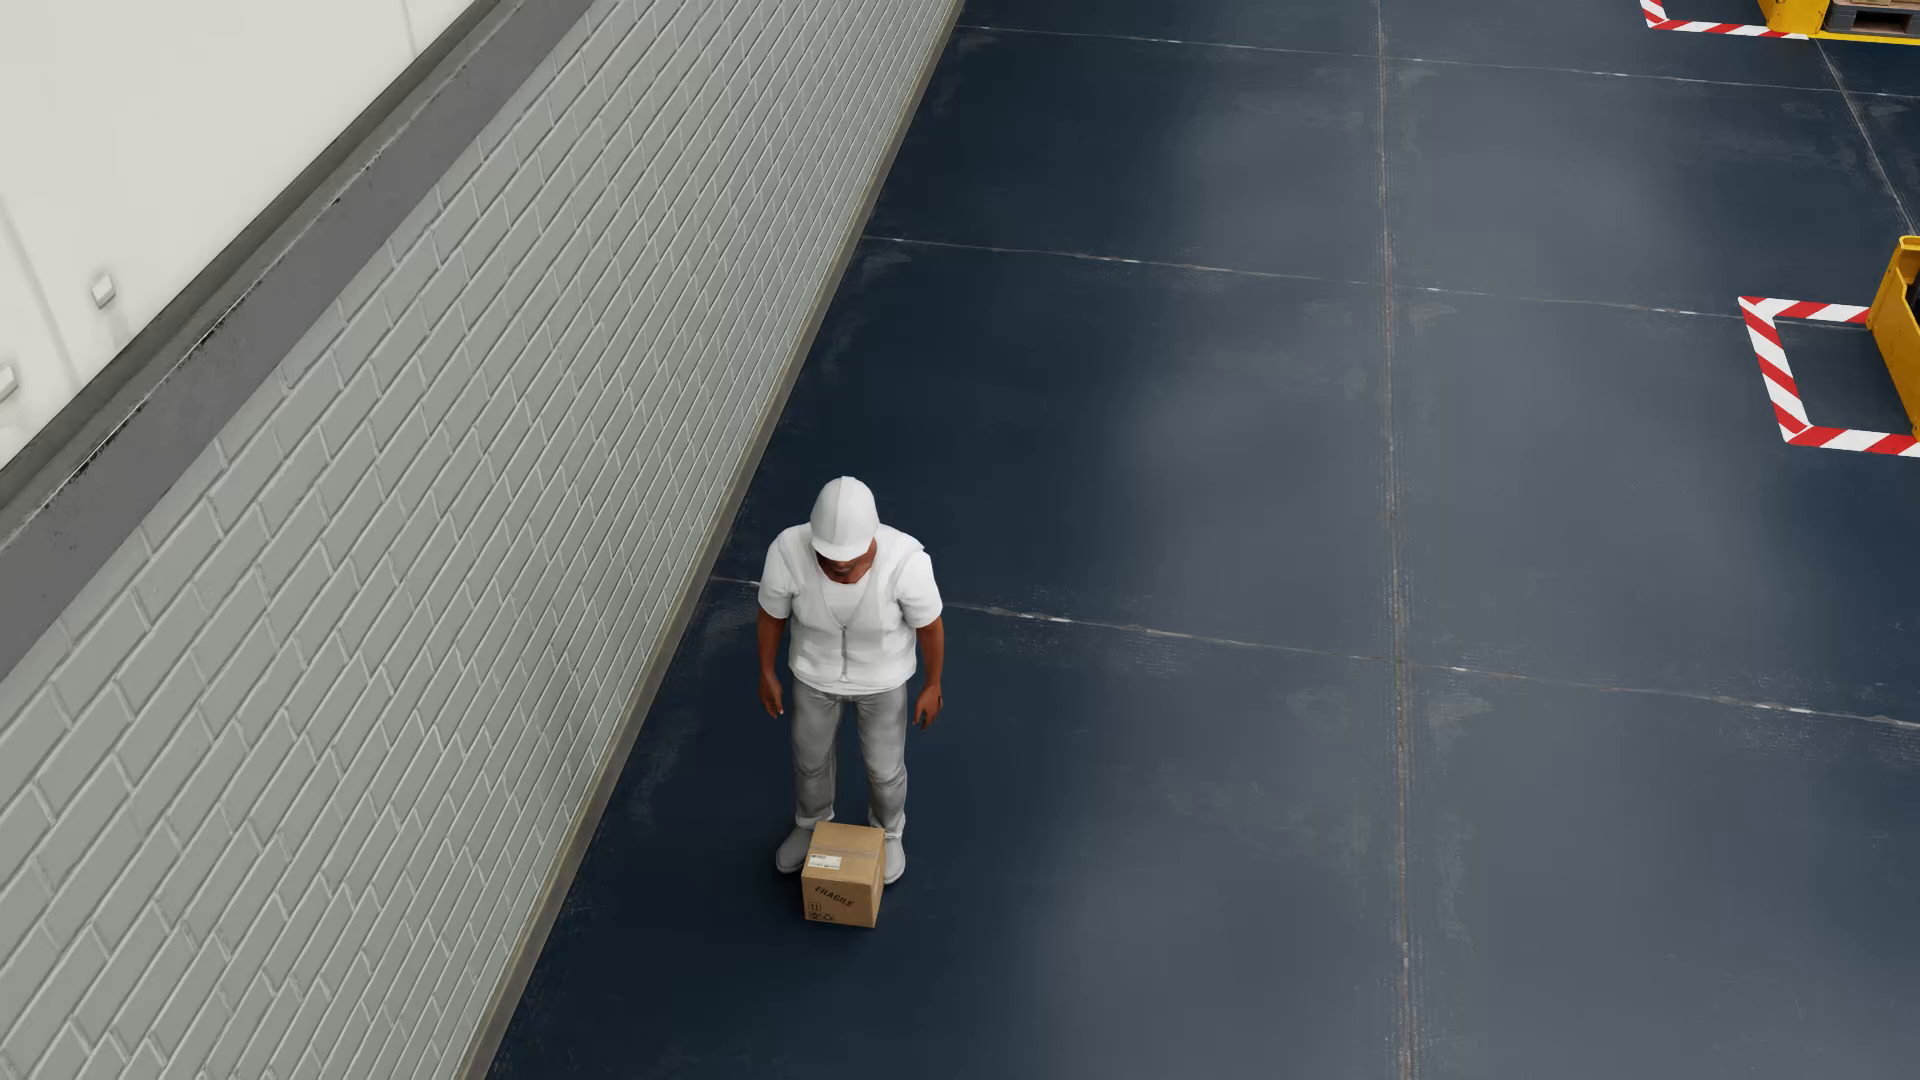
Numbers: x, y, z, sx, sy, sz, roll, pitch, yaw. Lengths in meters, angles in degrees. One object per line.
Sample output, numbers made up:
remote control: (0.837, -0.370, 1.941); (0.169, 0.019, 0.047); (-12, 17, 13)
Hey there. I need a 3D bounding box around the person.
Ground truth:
person: (-0.370, 0.469, 5.591); (0.632, 1.759, 0.462); (4, 40, 5)
